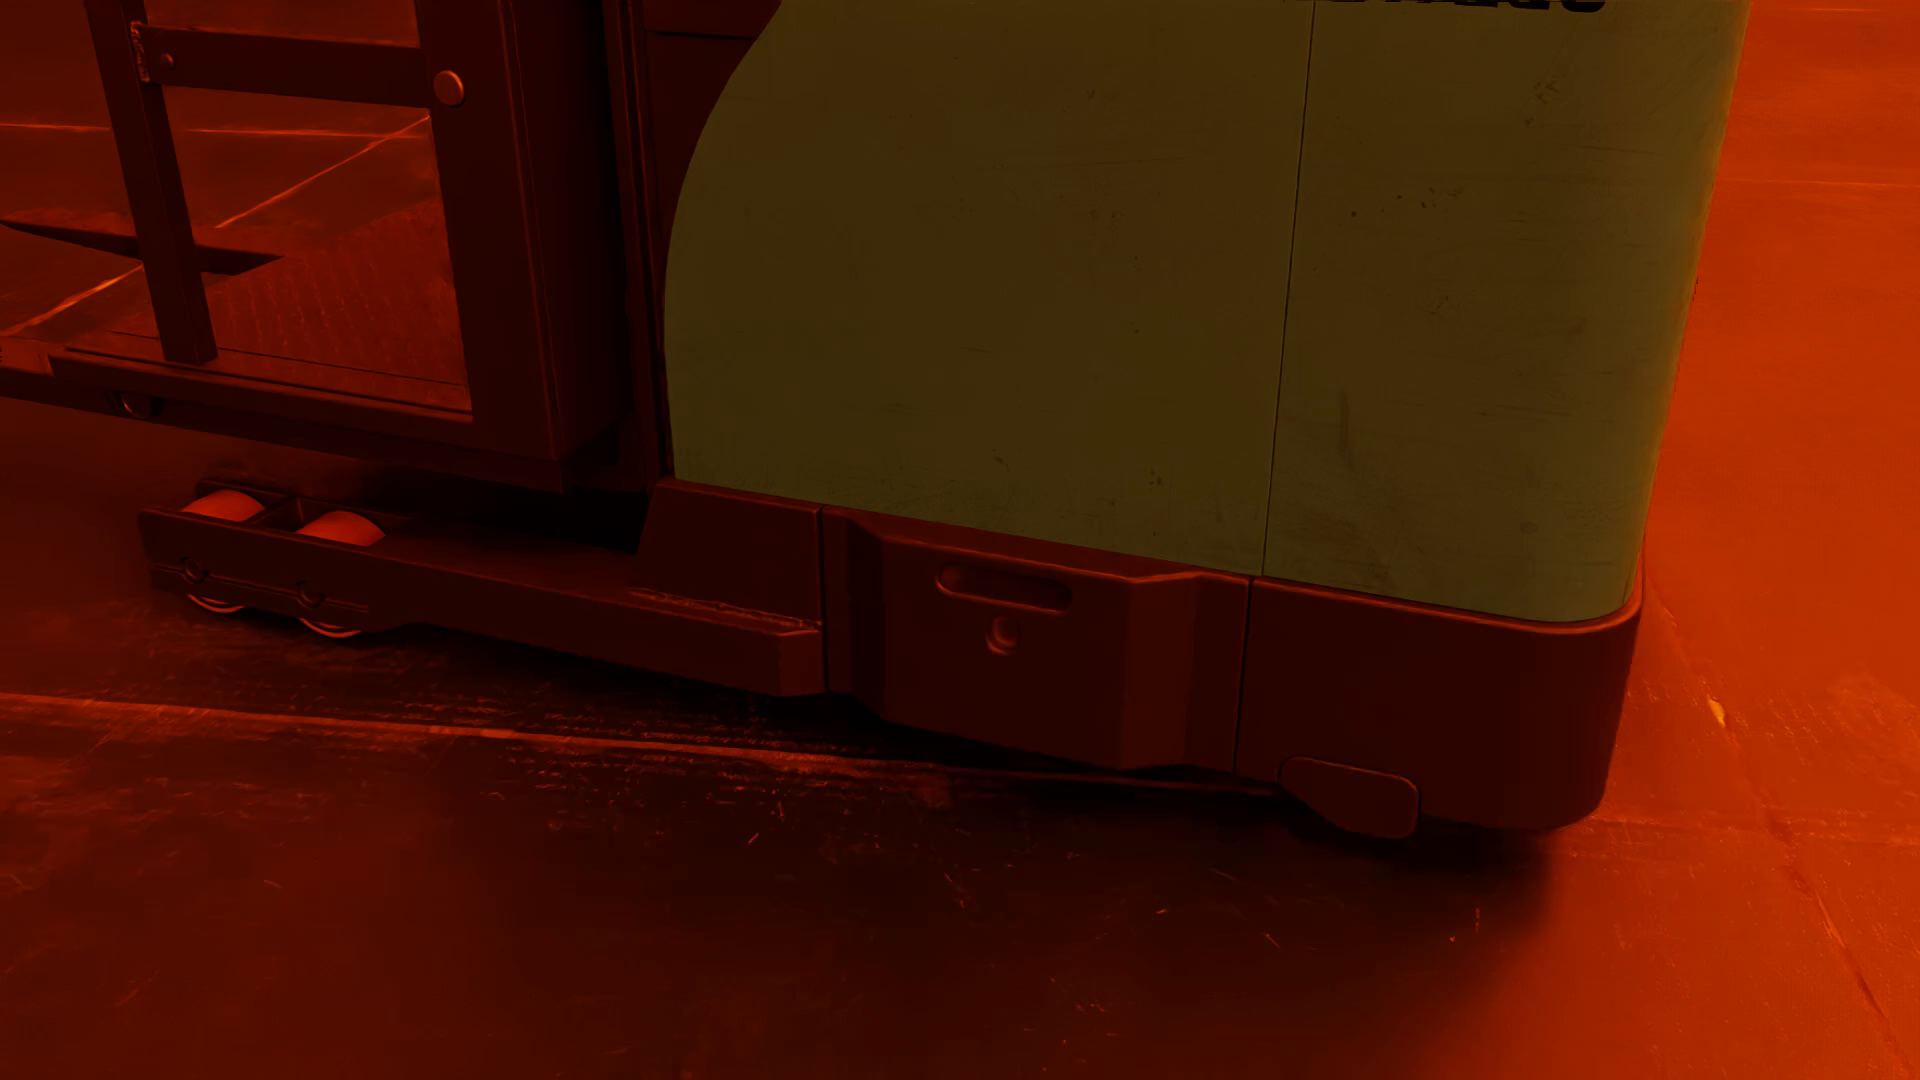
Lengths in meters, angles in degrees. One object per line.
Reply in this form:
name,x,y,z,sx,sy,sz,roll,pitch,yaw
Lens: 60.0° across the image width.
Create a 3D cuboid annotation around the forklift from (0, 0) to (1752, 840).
forklift,-0.576,-1.389,2.000,3.031,2.935,1.130,10,28,19
